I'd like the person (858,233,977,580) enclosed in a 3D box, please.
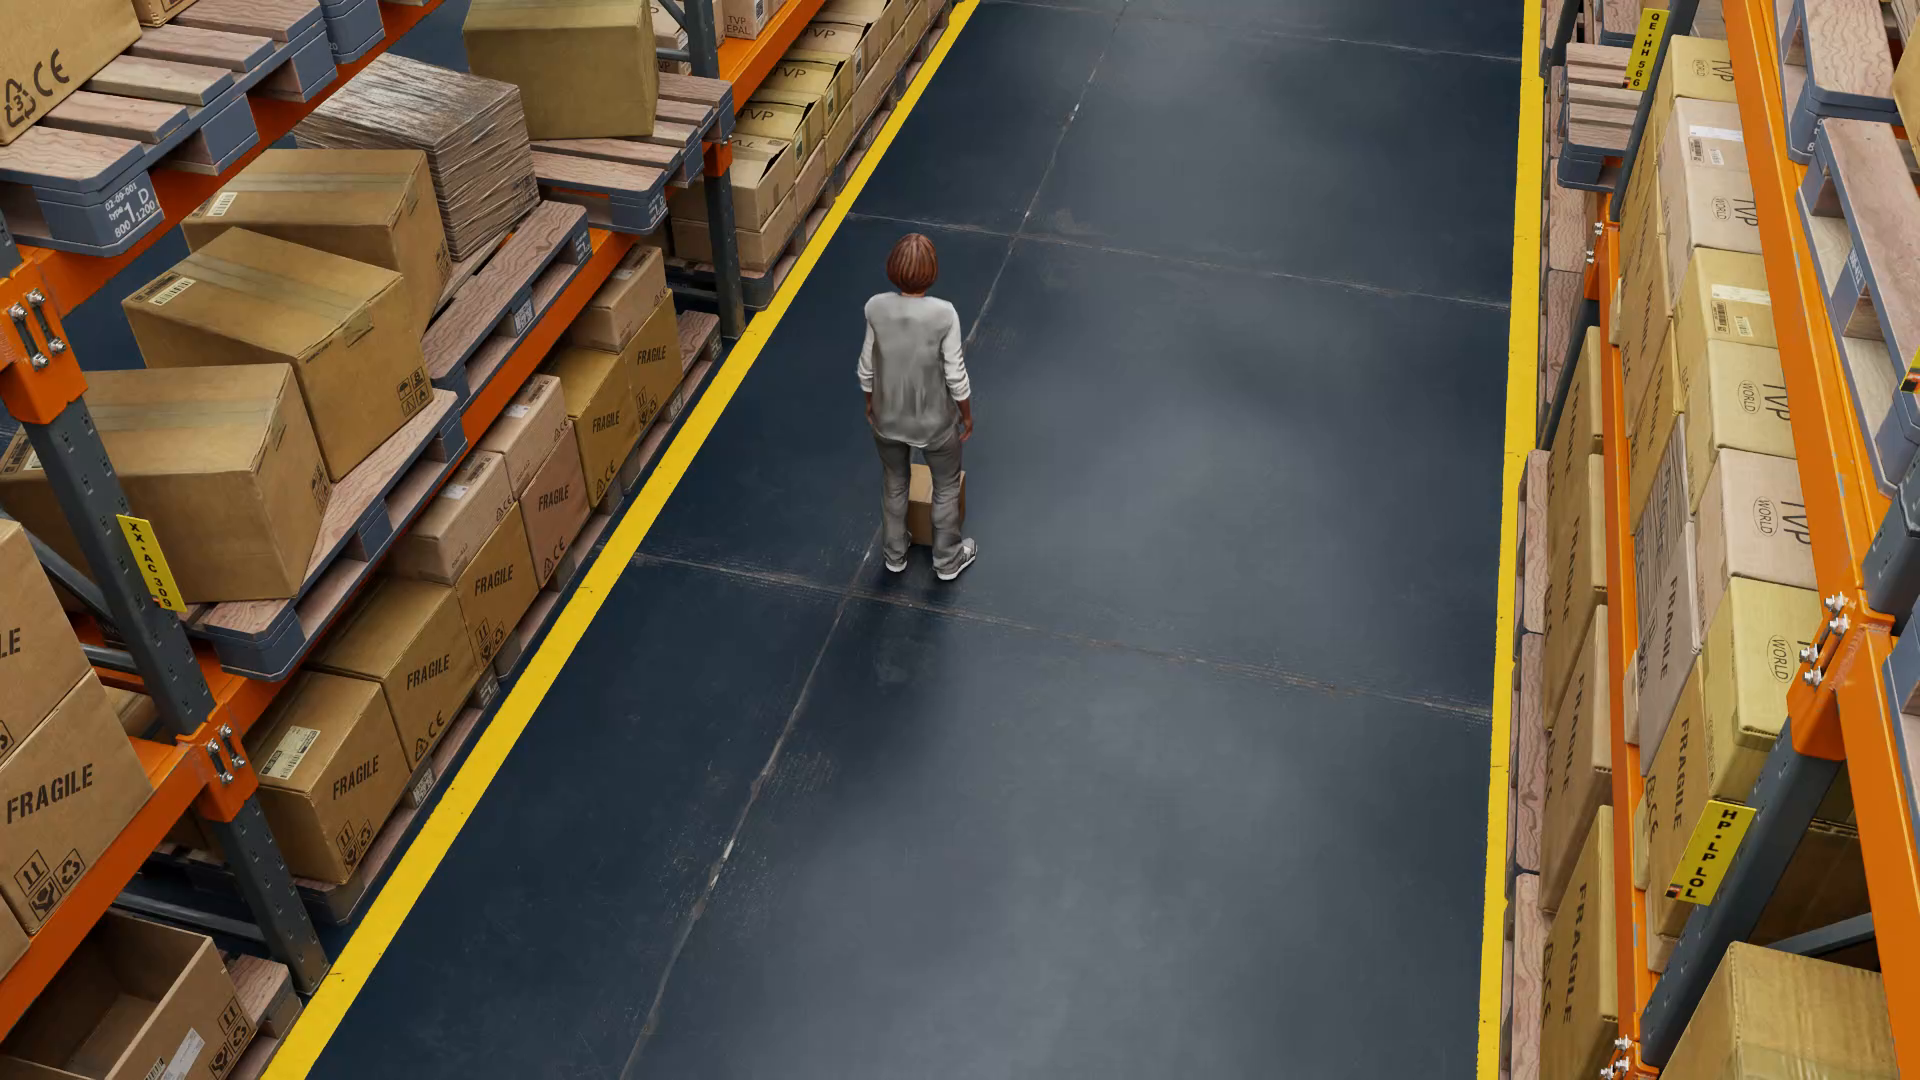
[{"bbox_3d":[-0.177,-0.454,6.765,0.461,1.478,0.343,10,43,11],"label":"person"}]
